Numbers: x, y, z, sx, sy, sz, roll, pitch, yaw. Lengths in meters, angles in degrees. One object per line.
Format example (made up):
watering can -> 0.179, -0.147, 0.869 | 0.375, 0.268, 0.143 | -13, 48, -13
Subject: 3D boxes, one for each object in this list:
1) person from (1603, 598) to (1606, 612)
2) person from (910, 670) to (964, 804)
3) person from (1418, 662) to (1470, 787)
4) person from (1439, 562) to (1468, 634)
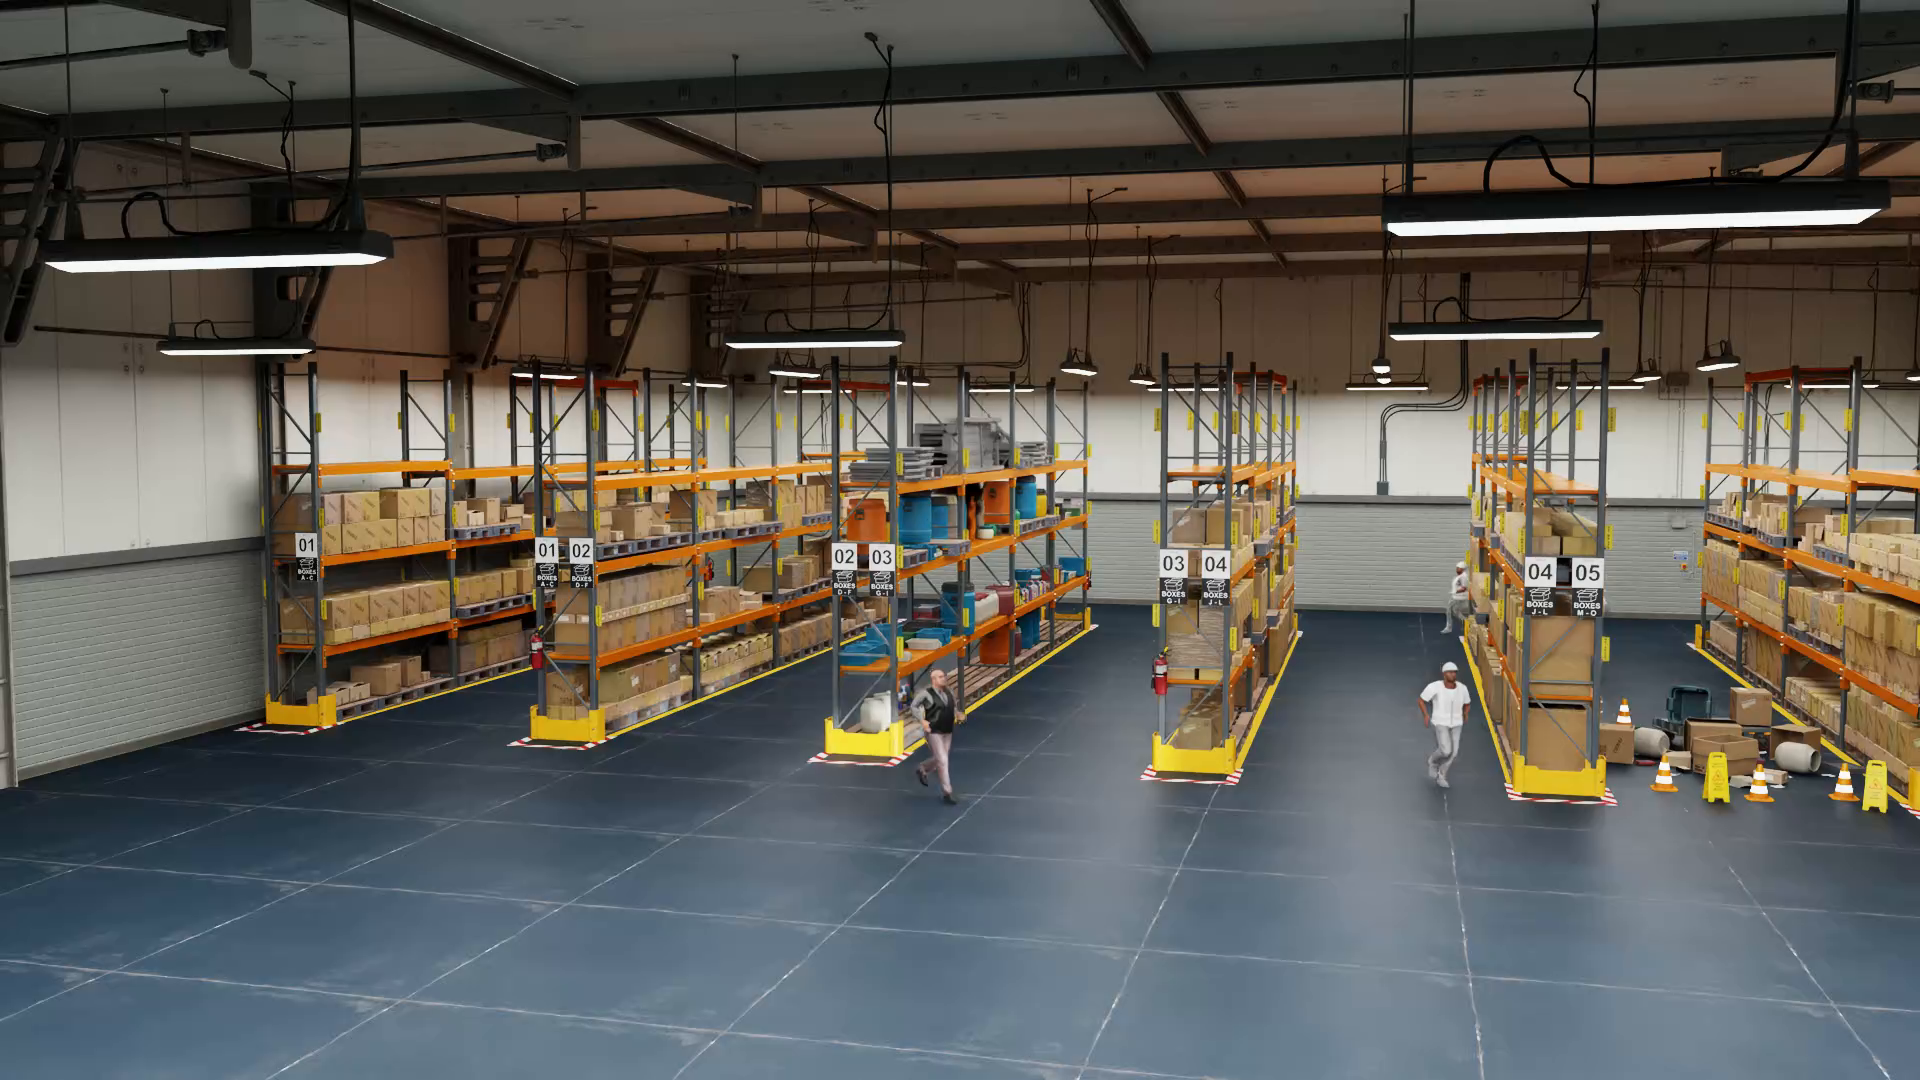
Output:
person -> 12.943, 1.672, 34.422 | 0.686, 1.810, 0.987 | 1, 4, 9
person -> -0.303, 2.588, 22.162 | 0.663, 1.728, 0.940 | -4, 6, -43
person -> 6.711, 2.541, 22.866 | 0.688, 1.723, 0.559 | -1, 4, -8
person -> 11.774, 1.374, 39.274 | 0.768, 1.748, 0.723 | 0, 4, 4
